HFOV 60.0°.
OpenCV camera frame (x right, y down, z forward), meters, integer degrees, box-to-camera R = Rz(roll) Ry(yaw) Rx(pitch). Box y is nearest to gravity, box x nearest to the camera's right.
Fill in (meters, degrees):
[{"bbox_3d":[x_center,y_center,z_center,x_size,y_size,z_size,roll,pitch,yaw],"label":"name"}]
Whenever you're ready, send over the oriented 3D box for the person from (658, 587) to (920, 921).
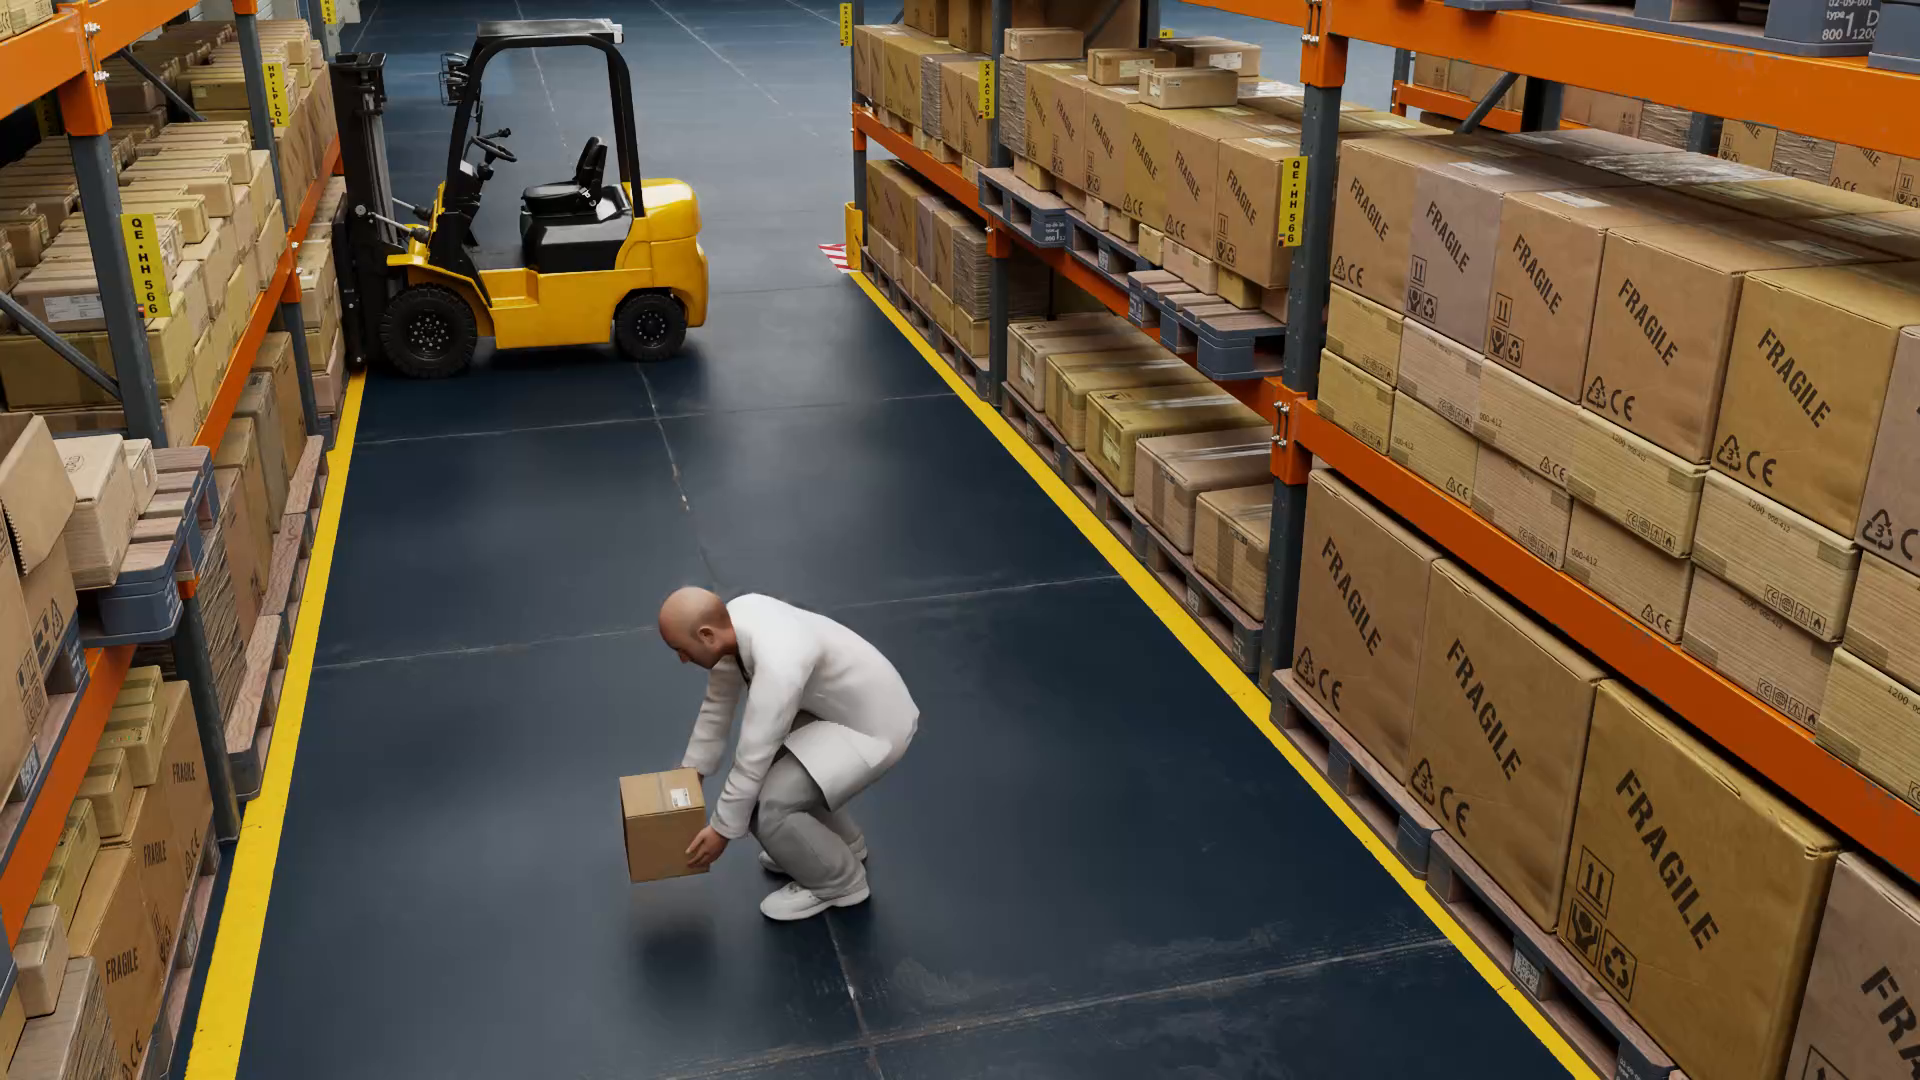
[{"bbox_3d":[-0.539,0.644,5.360,0.835,1.169,0.623,-6,23,-14],"label":"person"}]
